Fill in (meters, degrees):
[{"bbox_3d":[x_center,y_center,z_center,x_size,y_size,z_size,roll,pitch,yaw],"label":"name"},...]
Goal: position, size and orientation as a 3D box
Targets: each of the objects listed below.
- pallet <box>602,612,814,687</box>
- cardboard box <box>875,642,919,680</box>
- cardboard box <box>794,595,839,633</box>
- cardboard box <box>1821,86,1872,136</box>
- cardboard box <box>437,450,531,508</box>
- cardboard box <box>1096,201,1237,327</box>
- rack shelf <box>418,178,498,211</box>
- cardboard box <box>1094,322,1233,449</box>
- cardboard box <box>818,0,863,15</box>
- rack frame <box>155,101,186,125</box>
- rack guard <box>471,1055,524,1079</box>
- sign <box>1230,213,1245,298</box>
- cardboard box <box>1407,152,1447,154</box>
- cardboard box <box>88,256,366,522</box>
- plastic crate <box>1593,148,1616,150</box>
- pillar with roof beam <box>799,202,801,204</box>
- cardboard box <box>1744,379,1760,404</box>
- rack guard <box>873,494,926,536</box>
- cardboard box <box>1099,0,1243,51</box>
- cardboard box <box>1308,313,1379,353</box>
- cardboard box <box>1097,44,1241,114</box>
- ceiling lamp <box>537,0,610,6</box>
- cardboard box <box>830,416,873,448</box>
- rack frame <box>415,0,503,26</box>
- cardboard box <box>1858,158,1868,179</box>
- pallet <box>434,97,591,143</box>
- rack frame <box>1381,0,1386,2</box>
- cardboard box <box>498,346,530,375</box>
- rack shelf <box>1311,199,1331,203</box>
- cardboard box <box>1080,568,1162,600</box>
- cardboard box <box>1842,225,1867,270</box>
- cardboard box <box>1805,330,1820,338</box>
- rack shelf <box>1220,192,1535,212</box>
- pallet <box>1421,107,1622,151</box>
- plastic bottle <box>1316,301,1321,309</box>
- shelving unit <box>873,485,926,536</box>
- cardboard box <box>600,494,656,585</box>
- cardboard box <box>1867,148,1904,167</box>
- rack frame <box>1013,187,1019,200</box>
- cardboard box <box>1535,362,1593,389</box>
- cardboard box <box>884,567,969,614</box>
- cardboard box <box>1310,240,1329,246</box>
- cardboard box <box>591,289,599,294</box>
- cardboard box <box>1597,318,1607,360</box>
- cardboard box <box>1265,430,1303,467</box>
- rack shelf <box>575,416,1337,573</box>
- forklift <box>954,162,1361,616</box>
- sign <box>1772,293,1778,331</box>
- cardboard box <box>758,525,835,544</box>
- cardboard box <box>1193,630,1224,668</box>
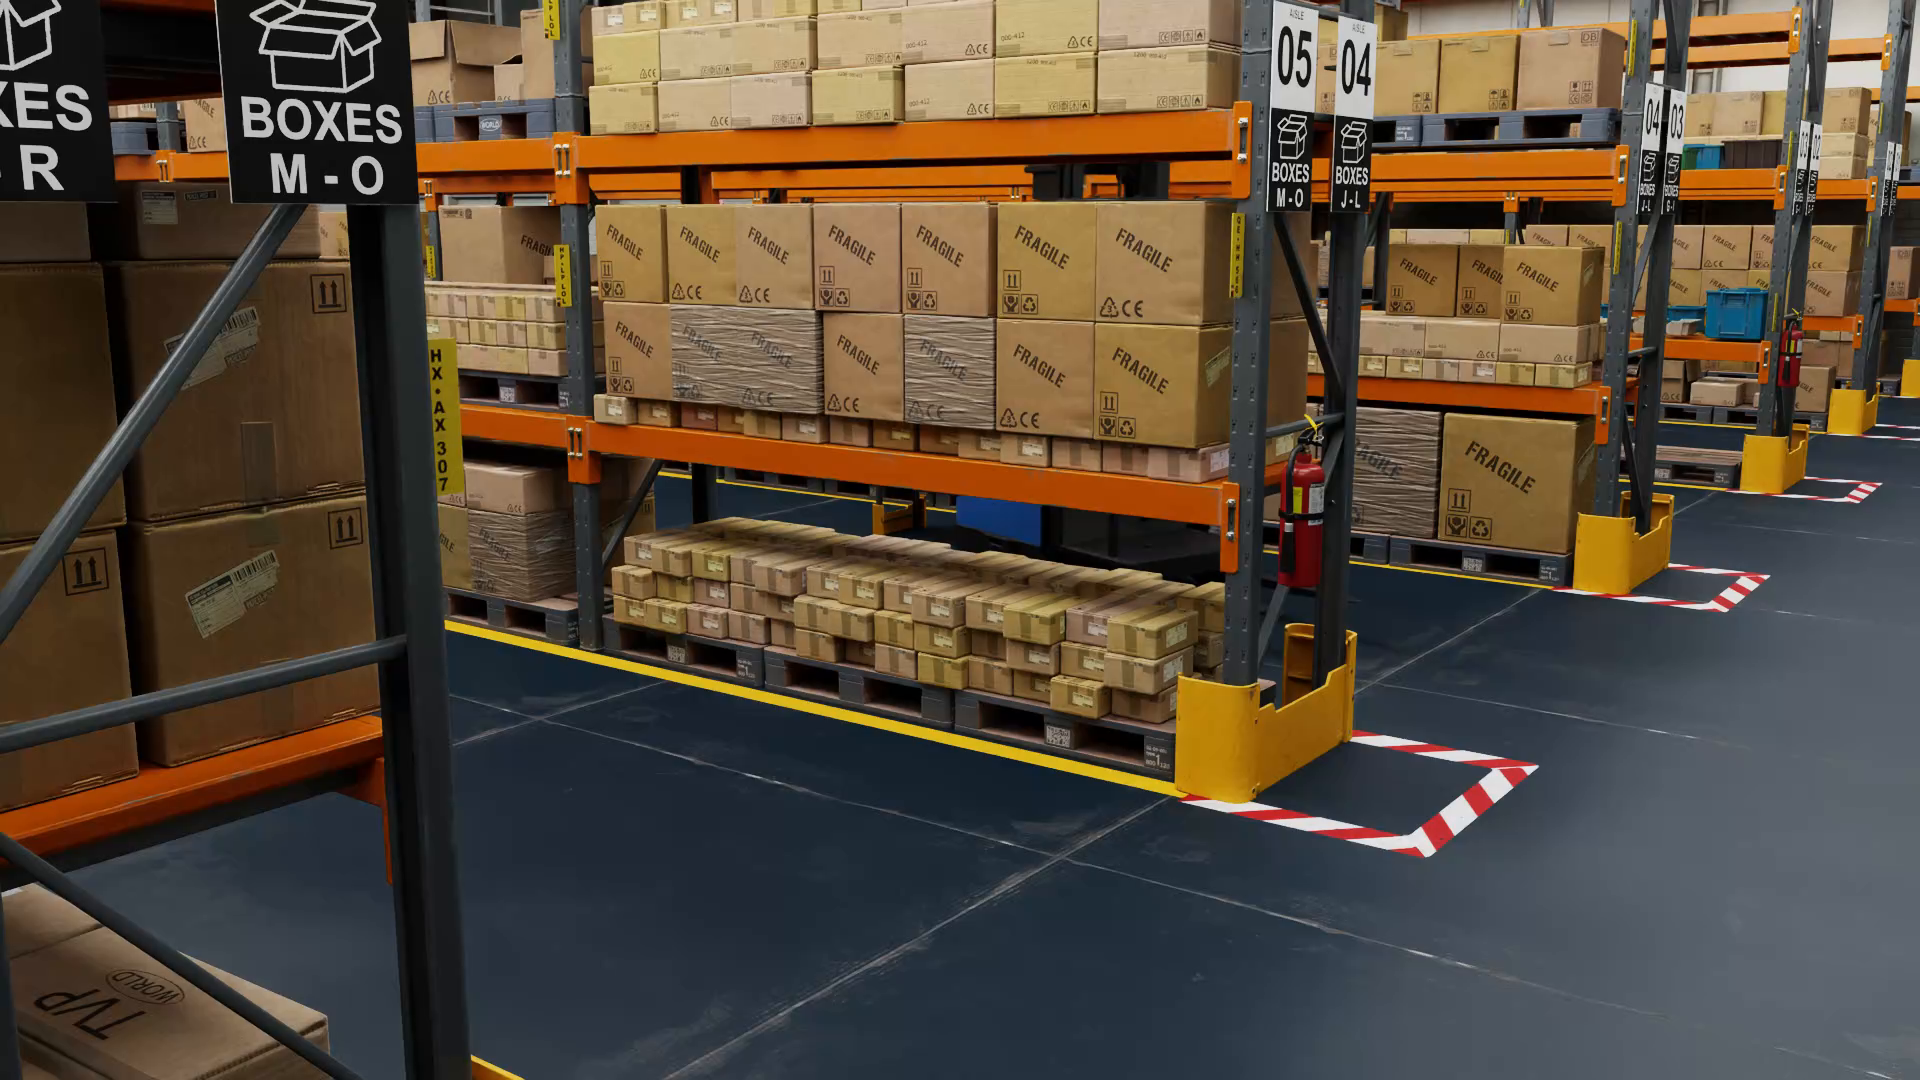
[{"bbox_3d":[-1.229,0.514,9.318,1.213,0.211,1.003,8,13,36],"label":"pallet"},{"bbox_3d":[-0.202,0.556,8.160,0.250,0.149,0.380,8,14,37],"label":"cardboard box"},{"bbox_3d":[-0.624,0.352,8.431,0.250,0.149,0.380,8,13,35],"label":"cardboard box"},{"bbox_3d":[9.893,-4.808,18.690,0.500,0.500,0.700,8,13,36],"label":"cardboard box"},{"bbox_3d":[-2.948,-0.377,10.084,0.500,0.250,0.500,9,14,38],"label":"cardboard box"},{"bbox_3d":[0.916,-1.175,7.027,0.500,0.500,0.500,8,13,34],"label":"cardboard box"},{"bbox_3d":[-6.834,-3.917,18.876,4.000,0.370,1.077,8,13,36],"label":"rack shelf"},{"bbox_3d":[0.918,-0.682,7.111,0.500,0.500,0.500,8,14,37],"label":"cardboard box"},{"bbox_3d":[-0.451,-2.513,7.755,0.250,0.149,0.380,7,13,34],"label":"cardboard box"},{"bbox_3d":[-5.016,-4.320,11.170,0.127,3.000,1.000,8,13,36],"label":"rack frame"},{"bbox_3d":[-1.397,1.524,3.339,0.348,0.500,1.175,8,13,36],"label":"rack guard"},{"bbox_3d":[1.088,-1.117,6.523,0.005,0.325,0.100,8,13,36],"label":"sign"},{"bbox_3d":[6.178,-5.106,21.496,0.600,0.600,0.600,8,13,35],"label":"cardboard box"},{"bbox_3d":[-1.634,-0.344,3.515,0.500,0.500,0.500,8,13,34],"label":"cardboard box"},{"bbox_3d":[6.313,-3.638,15.703,0.767,0.338,0.504,8,13,36],"label":"plastic crate"},{"bbox_3d":[-5.958,-8.312,31.802,0.548,9.000,9.100,8,13,36],"label":"pillar with roof beam"},{"bbox_3d":[9.643,-1.767,19.845,0.500,0.250,0.500,8,13,36],"label":"cardboard box"},{"bbox_3d":[-0.463,-0.187,12.840,0.087,0.250,0.587,8,13,36],"label":"rack guard"},{"bbox_3d":[0.911,-2.133,6.839,0.500,0.250,0.500,7,13,34],"label":"cardboard box"},{"bbox_3d":[2.661,-1.482,11.905,0.500,0.250,0.500,8,14,36],"label":"cardboard box"},{"bbox_3d":[0.909,-1.885,6.875,0.500,0.250,0.500,8,13,34],"label":"cardboard box"},{"bbox_3d":[-7.536,-11.243,31.587,0.800,3.185,2.000,8,13,36],"label":"ceiling lamp"},{"bbox_3d":[-0.423,-0.556,8.170,0.250,0.149,0.380,9,14,38],"label":"cardboard box"},{"bbox_3d":[-5.222,-5.518,17.361,0.127,3.000,1.000,8,13,36],"label":"rack frame"},{"bbox_3d":[10.053,-4.235,19.023,0.500,0.250,0.500,8,13,36],"label":"cardboard box"},{"bbox_3d":[-2.226,-2.392,9.591,1.003,0.211,1.213,8,13,36],"label":"pallet"},{"bbox_3d":[6.798,-7.343,26.796,0.127,3.000,1.000,8,13,36],"label":"rack frame"},{"bbox_3d":[-2.439,-1.052,9.624,0.250,0.149,0.380,8,14,36],"label":"cardboard box"},{"bbox_3d":[5.186,-5.742,28.311,4.000,0.370,1.077,8,13,36],"label":"rack shelf"},{"bbox_3d":[0.791,0.254,8.151,0.250,0.149,0.380,8,13,35],"label":"cardboard box"},{"bbox_3d":[10.115,-3.370,19.156,0.500,0.500,0.500,8,14,37],"label":"cardboard box"},{"bbox_3d":[12.231,-2.961,23.705,0.250,0.149,0.380,8,14,36],"label":"cardboard box"},{"bbox_3d":[5.480,-4.534,22.064,4.000,0.370,1.077,8,13,36],"label":"rack shelf"},{"bbox_3d":[3.846,-2.735,11.103,1.213,0.211,1.003,8,13,36],"label":"pallet"},{"bbox_3d":[3.649,-2.365,17.186,0.135,0.276,0.152,8,13,36],"label":"plastic bottle"},{"bbox_3d":[-0.061,-0.745,12.432,1.083,1.500,0.587,8,13,36],"label":"shelving unit"},{"bbox_3d":[-2.230,-0.028,10.252,0.500,0.500,0.500,9,14,38],"label":"cardboard box"},{"bbox_3d":[12.498,-5.195,22.612,0.500,0.250,0.500,8,14,37],"label":"cardboard box"},{"bbox_3d":[0.933,-2.881,19.526,0.127,3.000,1.000,8,13,36],"label":"rack frame"},{"bbox_3d":[3.968,-1.090,10.927,0.250,0.149,0.380,8,14,37],"label":"cardboard box"},{"bbox_3d":[-0.164,0.251,8.167,0.250,0.149,0.380,7,13,34],"label":"cardboard box"},{"bbox_3d":[5.946,-4.773,27.883,0.500,0.500,0.700,6,13,30],"label":"cardboard box"},{"bbox_3d":[-2.065,-1.445,10.093,0.250,0.149,0.380,8,14,37],"label":"cardboard box"},{"bbox_3d":[4.223,-1.391,11.436,0.500,0.250,0.500,8,13,34],"label":"cardboard box"},{"bbox_3d":[1.365,-0.439,7.562,0.250,0.149,0.380,8,13,35],"label":"cardboard box"},{"bbox_3d":[-0.179,-0.347,8.322,4.000,0.370,1.077,8,13,36],"label":"rack shelf"},{"bbox_3d":[1.194,-1.077,10.382,1.130,2.935,3.031,-7,13,-33],"label":"forklift"},{"bbox_3d":[7.069,-1.976,14.416,0.005,0.325,0.100,8,13,36],"label":"sign"},{"bbox_3d":[-0.916,0.026,9.333,0.250,0.149,0.380,8,13,35],"label":"cardboard box"},{"bbox_3d":[1.162,0.474,7.801,0.250,0.149,0.380,9,14,38],"label":"cardboard box"}]
